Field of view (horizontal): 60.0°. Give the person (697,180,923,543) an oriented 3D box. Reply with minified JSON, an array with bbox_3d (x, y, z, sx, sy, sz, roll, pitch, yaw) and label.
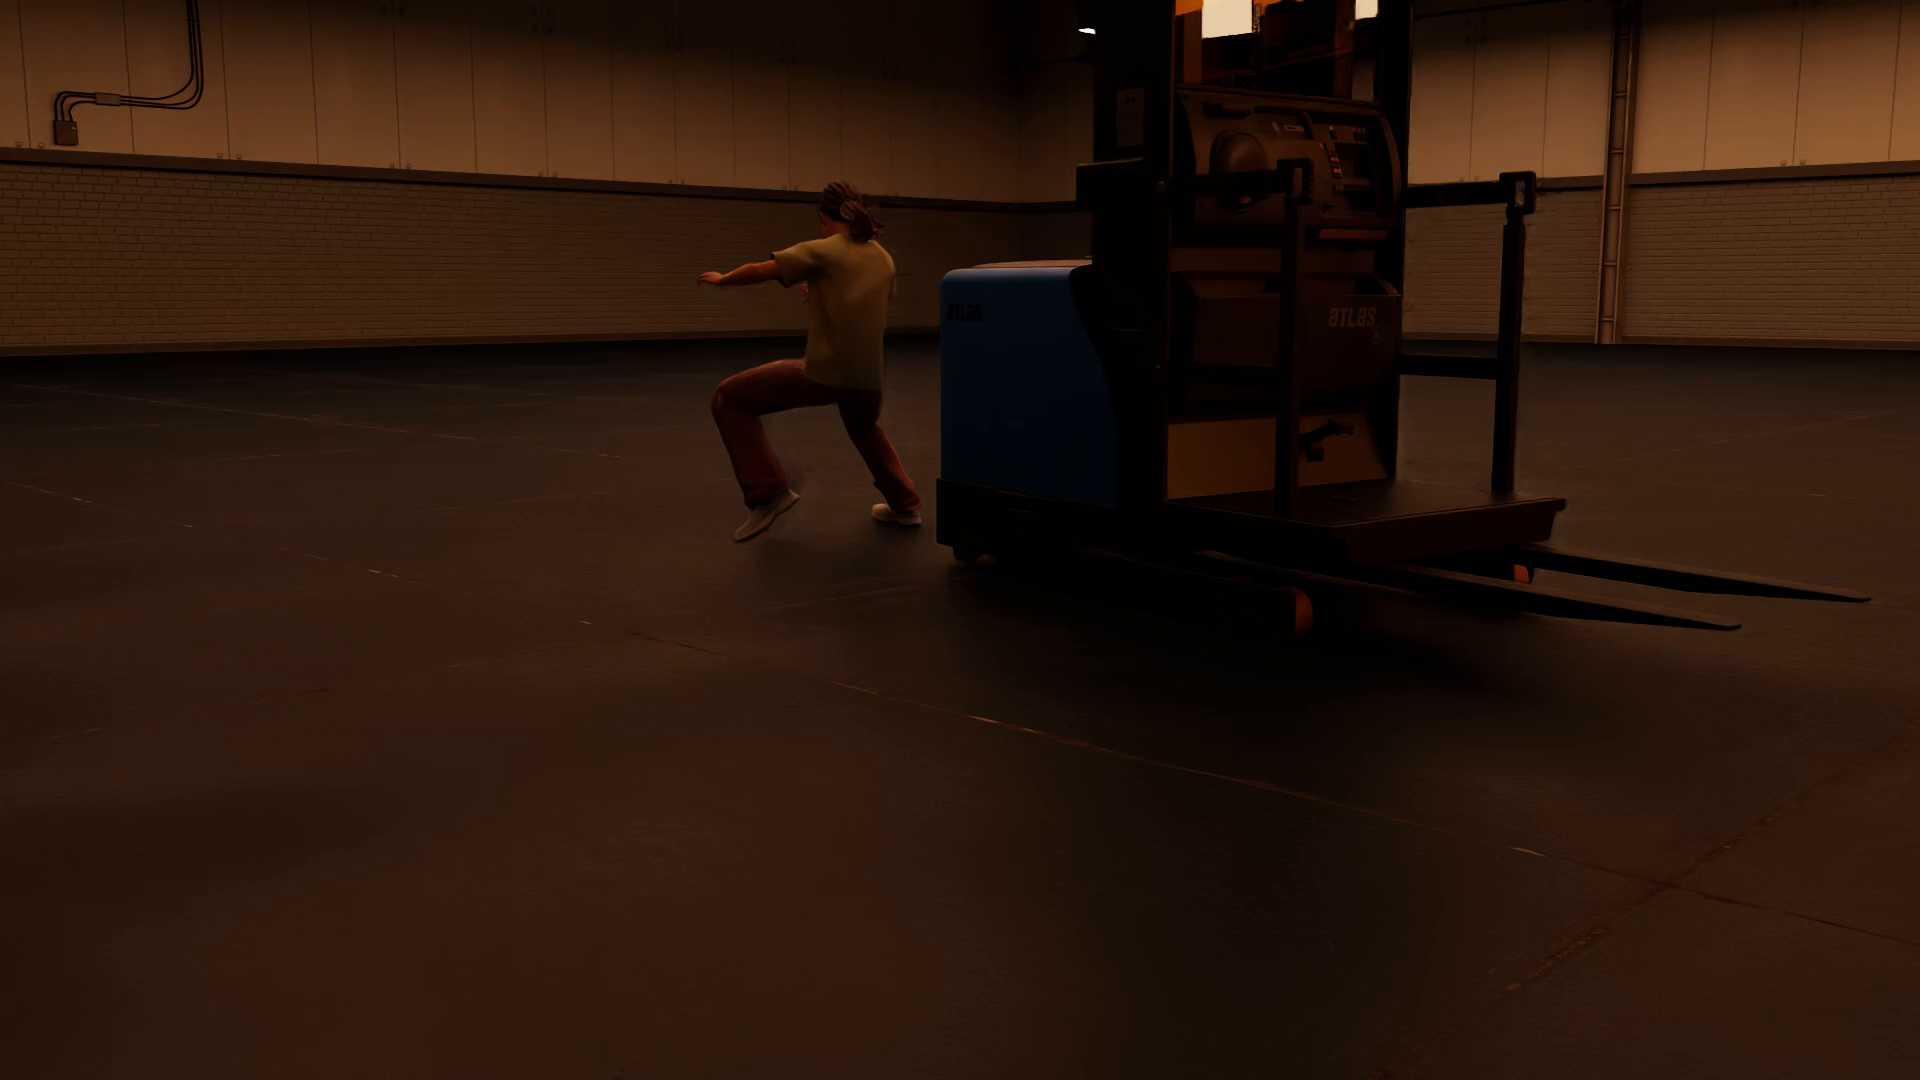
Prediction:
[{"bbox_3d":[-0.554,-0.733,6.776,0.958,1.430,0.669,-6,10,-35],"label":"person"}]

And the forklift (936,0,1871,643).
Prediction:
[{"bbox_3d":[1.177,-1.236,5.084,1.130,2.935,3.031,-6,10,-35],"label":"forklift"}]
